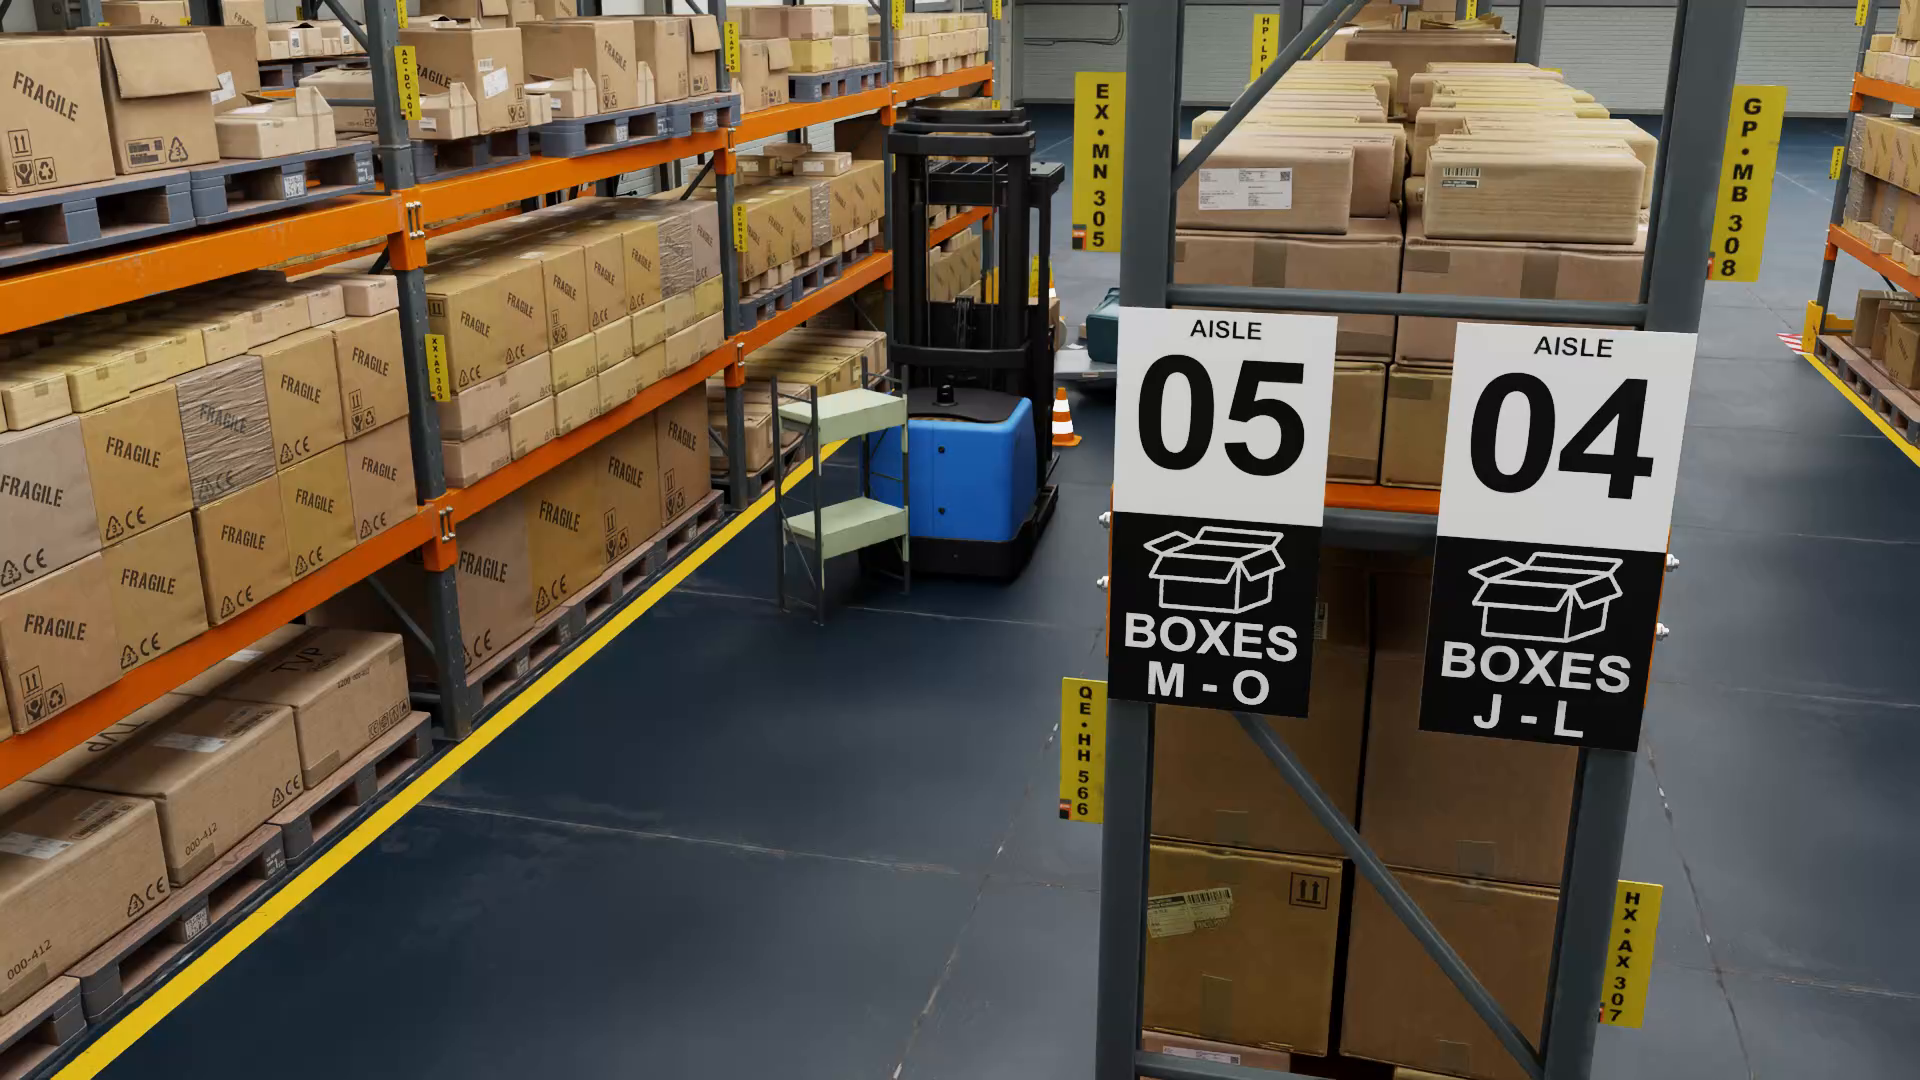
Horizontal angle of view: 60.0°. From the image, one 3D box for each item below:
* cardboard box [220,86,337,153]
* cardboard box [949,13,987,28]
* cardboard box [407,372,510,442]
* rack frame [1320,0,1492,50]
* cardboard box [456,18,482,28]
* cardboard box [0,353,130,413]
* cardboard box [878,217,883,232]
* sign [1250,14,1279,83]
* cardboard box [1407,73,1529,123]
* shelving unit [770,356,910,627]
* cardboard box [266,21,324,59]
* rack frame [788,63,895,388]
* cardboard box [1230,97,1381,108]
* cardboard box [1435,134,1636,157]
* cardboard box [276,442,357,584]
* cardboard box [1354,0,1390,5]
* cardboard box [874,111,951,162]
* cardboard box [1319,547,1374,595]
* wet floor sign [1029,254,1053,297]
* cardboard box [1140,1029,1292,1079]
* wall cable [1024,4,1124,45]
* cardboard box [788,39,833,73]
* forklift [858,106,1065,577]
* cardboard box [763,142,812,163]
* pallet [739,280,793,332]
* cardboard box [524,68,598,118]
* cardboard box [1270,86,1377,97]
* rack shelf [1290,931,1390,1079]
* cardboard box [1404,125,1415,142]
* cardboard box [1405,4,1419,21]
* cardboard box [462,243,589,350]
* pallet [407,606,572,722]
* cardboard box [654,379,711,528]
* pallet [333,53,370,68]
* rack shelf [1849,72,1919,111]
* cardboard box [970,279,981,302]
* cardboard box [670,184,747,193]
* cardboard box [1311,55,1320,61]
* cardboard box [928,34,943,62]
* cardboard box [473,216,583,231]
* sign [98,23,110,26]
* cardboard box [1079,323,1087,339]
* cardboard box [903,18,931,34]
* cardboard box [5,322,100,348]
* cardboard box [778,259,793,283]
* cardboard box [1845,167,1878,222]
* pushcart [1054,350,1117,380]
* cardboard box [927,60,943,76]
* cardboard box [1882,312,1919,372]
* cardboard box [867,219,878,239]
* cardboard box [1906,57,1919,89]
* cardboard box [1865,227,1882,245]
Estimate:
[{"bbox_3d":[-2.900,-1.800,7.079,0.396,0.266,0.258,5,20,15],"label":"cardboard box"},{"bbox_3d":[0.081,-5.733,18.346,0.380,0.149,0.250,5,19,14],"label":"cardboard box"},{"bbox_3d":[-2.673,-0.705,8.568,0.500,0.250,0.500,4,19,12],"label":"cardboard box"},{"bbox_3d":[2.748,-4.157,9.935,1.000,3.000,0.127,5,19,13],"label":"rack frame"},{"bbox_3d":[-5.257,-5.365,17.516,0.396,0.266,0.258,4,19,12],"label":"cardboard box"},{"bbox_3d":[-3.256,-0.569,6.008,0.380,0.149,0.250,4,19,12],"label":"cardboard box"},{"bbox_3d":[-0.722,-3.235,15.902,0.500,0.500,0.500,5,19,13],"label":"cardboard box"},{"bbox_3d":[1.232,-1.957,6.727,0.100,0.325,0.005,5,19,13],"label":"sign"},{"bbox_3d":[1.707,-1.482,5.586,0.380,0.149,0.250,5,20,15],"label":"cardboard box"},{"bbox_3d":[-0.724,-0.312,10.281,0.431,1.500,0.755,18,26,42],"label":"shelving unit"},{"bbox_3d":[-6.042,-4.458,14.792,0.500,0.311,0.500,4,19,12],"label":"cardboard box"},{"bbox_3d":[-1.100,-2.931,15.627,1.000,3.000,0.127,5,19,13],"label":"rack frame"},{"bbox_3d":[0.933,-1.110,4.499,0.380,0.149,0.250,5,20,15],"label":"cardboard box"},{"bbox_3d":[1.173,-0.746,3.432,0.380,0.149,0.250,5,20,16],"label":"cardboard box"},{"bbox_3d":[-3.040,-0.143,7.312,0.500,0.500,0.500,4,19,12],"label":"cardboard box"},{"bbox_3d":[3.505,-4.635,14.328,0.380,0.149,0.250,4,19,13],"label":"cardboard box"},{"bbox_3d":[-0.487,-4.026,16.673,0.700,0.500,0.500,4,19,12],"label":"cardboard box"},{"bbox_3d":[0.788,0.207,4.280,0.500,0.500,0.500,4,19,12],"label":"cardboard box"},{"bbox_3d":[0.962,-3.045,19.605,0.267,0.644,0.232,12,22,32],"label":"wet floor sign"},{"bbox_3d":[0.599,1.184,3.969,0.380,0.149,0.250,5,19,13],"label":"cardboard box"},{"bbox_3d":[3.351,-16.020,49.471,3.097,2.526,0.112,5,19,13],"label":"wall cable"},{"bbox_3d":[-1.356,-3.966,13.598,0.500,0.250,0.500,5,19,14],"label":"cardboard box"},{"bbox_3d":[0.125,-1.587,11.798,1.130,2.935,3.031,4,19,11],"label":"forklift"},{"bbox_3d":[-1.557,-3.505,15.040,0.380,0.149,0.250,5,19,13],"label":"cardboard box"},{"bbox_3d":[-2.006,-1.818,12.666,1.213,0.211,1.003,5,19,13],"label":"pallet"},{"bbox_3d":[-2.268,-2.523,9.351,0.396,0.266,0.258,6,20,18],"label":"cardboard box"},{"bbox_3d":[1.046,-1.275,4.979,0.380,0.149,0.250,4,19,12],"label":"cardboard box"},{"bbox_3d":[1.282,0.903,5.515,1.077,0.370,4.000,5,19,13],"label":"rack shelf"},{"bbox_3d":[1.643,-1.158,5.256,0.500,0.250,0.500,5,20,16],"label":"cardboard box"},{"bbox_3d":[4.854,-5.385,17.140,0.500,0.250,0.500,5,19,14],"label":"cardboard box"},{"bbox_3d":[-2.445,-1.378,9.379,0.500,0.500,0.500,4,19,12],"label":"cardboard box"},{"bbox_3d":[-2.939,0.649,9.462,1.003,0.211,1.213,5,19,13],"label":"pallet"},{"bbox_3d":[-2.326,-0.660,11.618,0.875,0.875,0.875,4,19,13],"label":"cardboard box"},{"bbox_3d":[-5.730,-4.969,17.090,1.003,0.211,1.213,5,19,13],"label":"pallet"},{"bbox_3d":[8.999,-3.854,14.803,1.077,0.370,4.000,5,19,13],"label":"rack shelf"},{"bbox_3d":[-0.065,-2.800,18.848,0.500,0.250,0.500,5,19,13],"label":"cardboard box"},{"bbox_3d":[-1.997,-2.549,13.246,0.500,0.500,0.500,3,19,10],"label":"cardboard box"},{"bbox_3d":[2.350,-2.627,9.941,0.500,0.500,0.500,5,19,13],"label":"cardboard box"},{"bbox_3d":[-0.475,-4.855,16.391,0.500,0.250,0.500,5,19,14],"label":"cardboard box"},{"bbox_3d":[-2.688,-1.745,10.454,0.500,0.500,0.500,5,20,15],"label":"cardboard box"},{"bbox_3d":[-6.365,-3.688,12.405,0.100,0.325,0.005,5,19,13],"label":"sign"},{"bbox_3d":[1.516,-2.265,18.089,0.380,0.149,0.250,17,25,41],"label":"cardboard box"},{"bbox_3d":[-0.496,-5.009,16.228,0.380,0.149,0.250,4,19,12],"label":"cardboard box"},{"bbox_3d":[-3.646,-0.768,6.590,0.380,0.149,0.250,5,19,13],"label":"cardboard box"},{"bbox_3d":[-1.517,-2.097,12.924,0.380,0.149,0.250,5,19,14],"label":"cardboard box"},{"bbox_3d":[9.326,-3.420,16.444,0.875,0.500,0.500,5,19,13],"label":"cardboard box"},{"bbox_3d":[1.124,-1.525,15.570,1.648,0.377,0.936,-2,19,-6],"label":"pushcart"},{"bbox_3d":[-0.385,-4.707,16.575,0.380,0.149,0.250,4,19,12],"label":"cardboard box"},{"bbox_3d":[9.034,-1.838,15.647,0.500,0.500,0.500,7,20,18],"label":"cardboard box"},{"bbox_3d":[-0.958,-2.828,15.064,0.380,0.149,0.250,5,19,14],"label":"cardboard box"},{"bbox_3d":[8.752,-4.139,14.756,0.500,0.250,0.500,5,20,15],"label":"cardboard box"},{"bbox_3d":[8.922,-2.901,15.928,0.380,0.149,0.250,5,19,13],"label":"cardboard box"}]
